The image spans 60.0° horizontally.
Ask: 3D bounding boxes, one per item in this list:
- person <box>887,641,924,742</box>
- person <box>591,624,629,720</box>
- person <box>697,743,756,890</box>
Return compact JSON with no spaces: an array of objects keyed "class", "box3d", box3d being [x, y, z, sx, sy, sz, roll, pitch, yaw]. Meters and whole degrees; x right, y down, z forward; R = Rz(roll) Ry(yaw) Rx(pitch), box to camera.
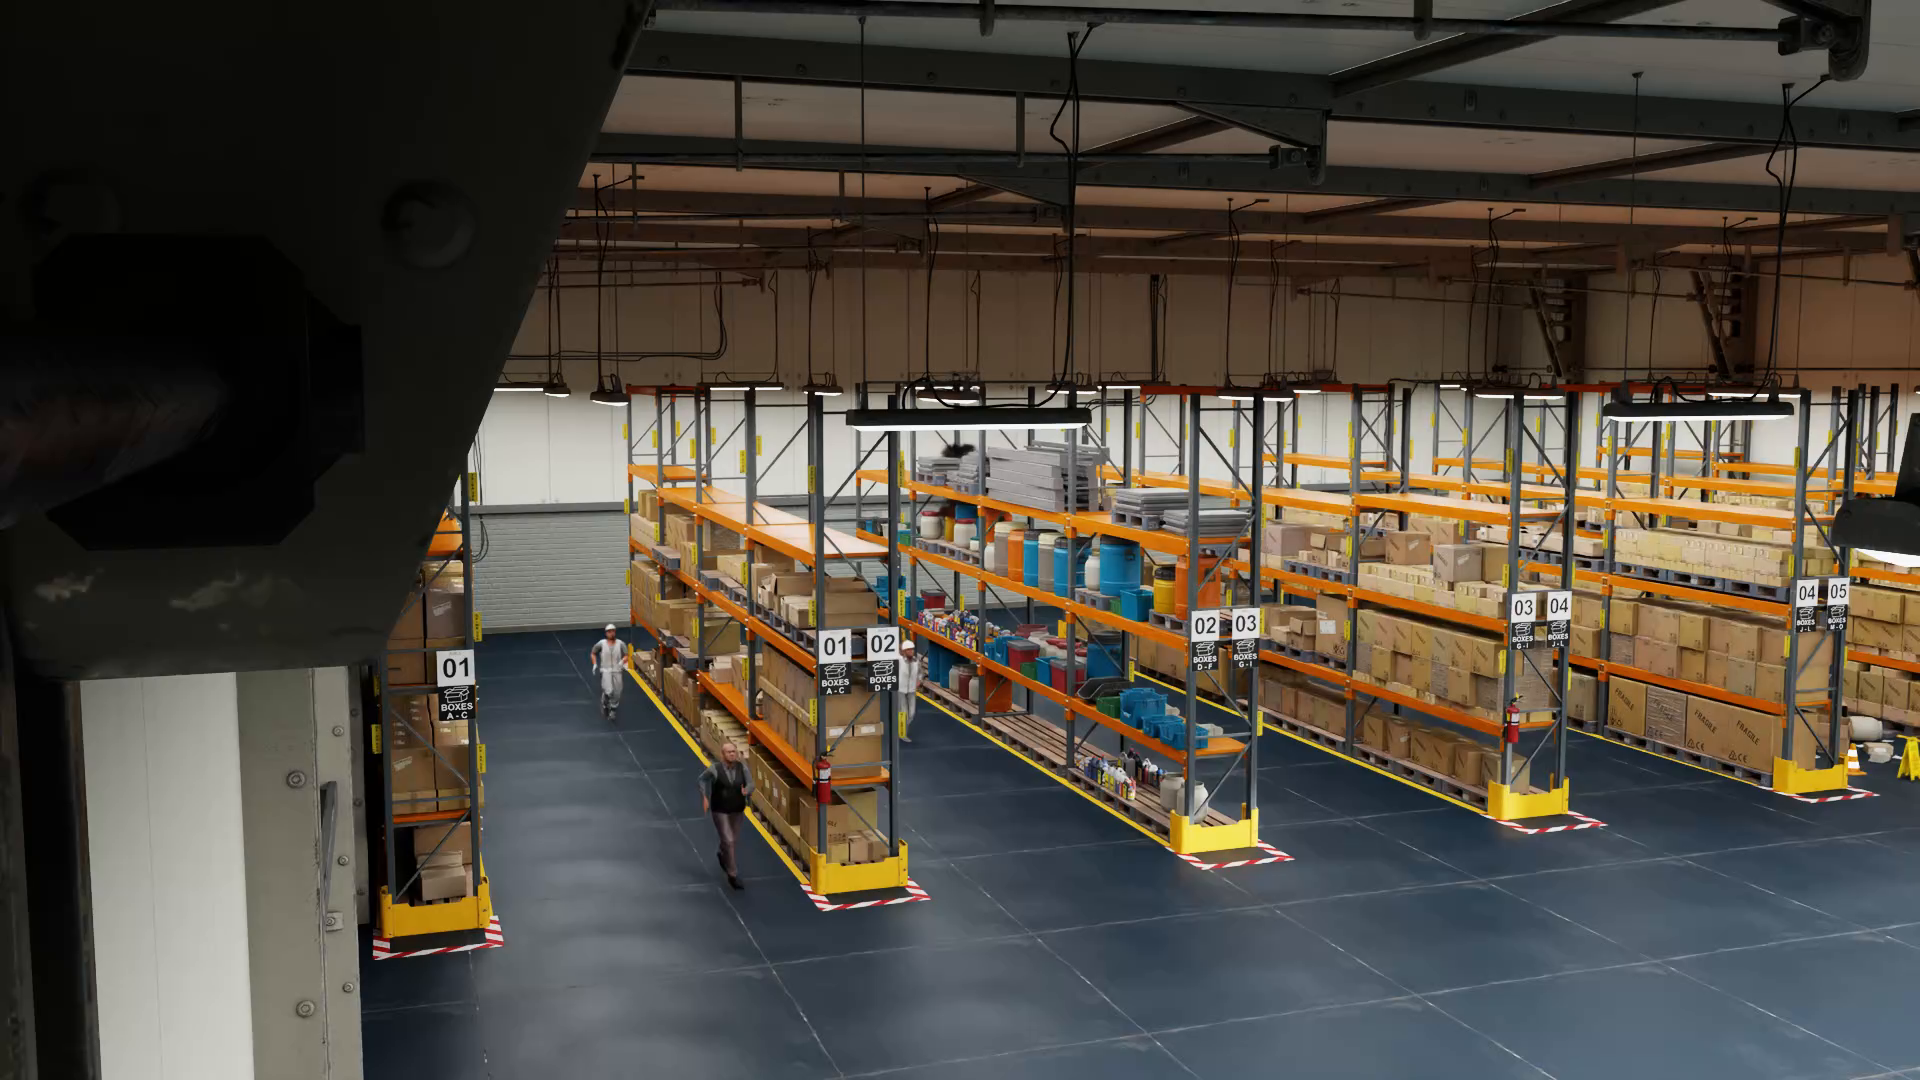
[{"class":"person","box3d":[-0.946,2.566,28.367,0.693,1.730,0.682,-3,7,-25]},{"class":"person","box3d":[-6.240,2.383,29.792,0.659,1.742,0.599,-2,6,-22]},{"class":"person","box3d":[-2.848,3.333,20.437,0.654,1.714,0.965,-3,7,-29]}]
